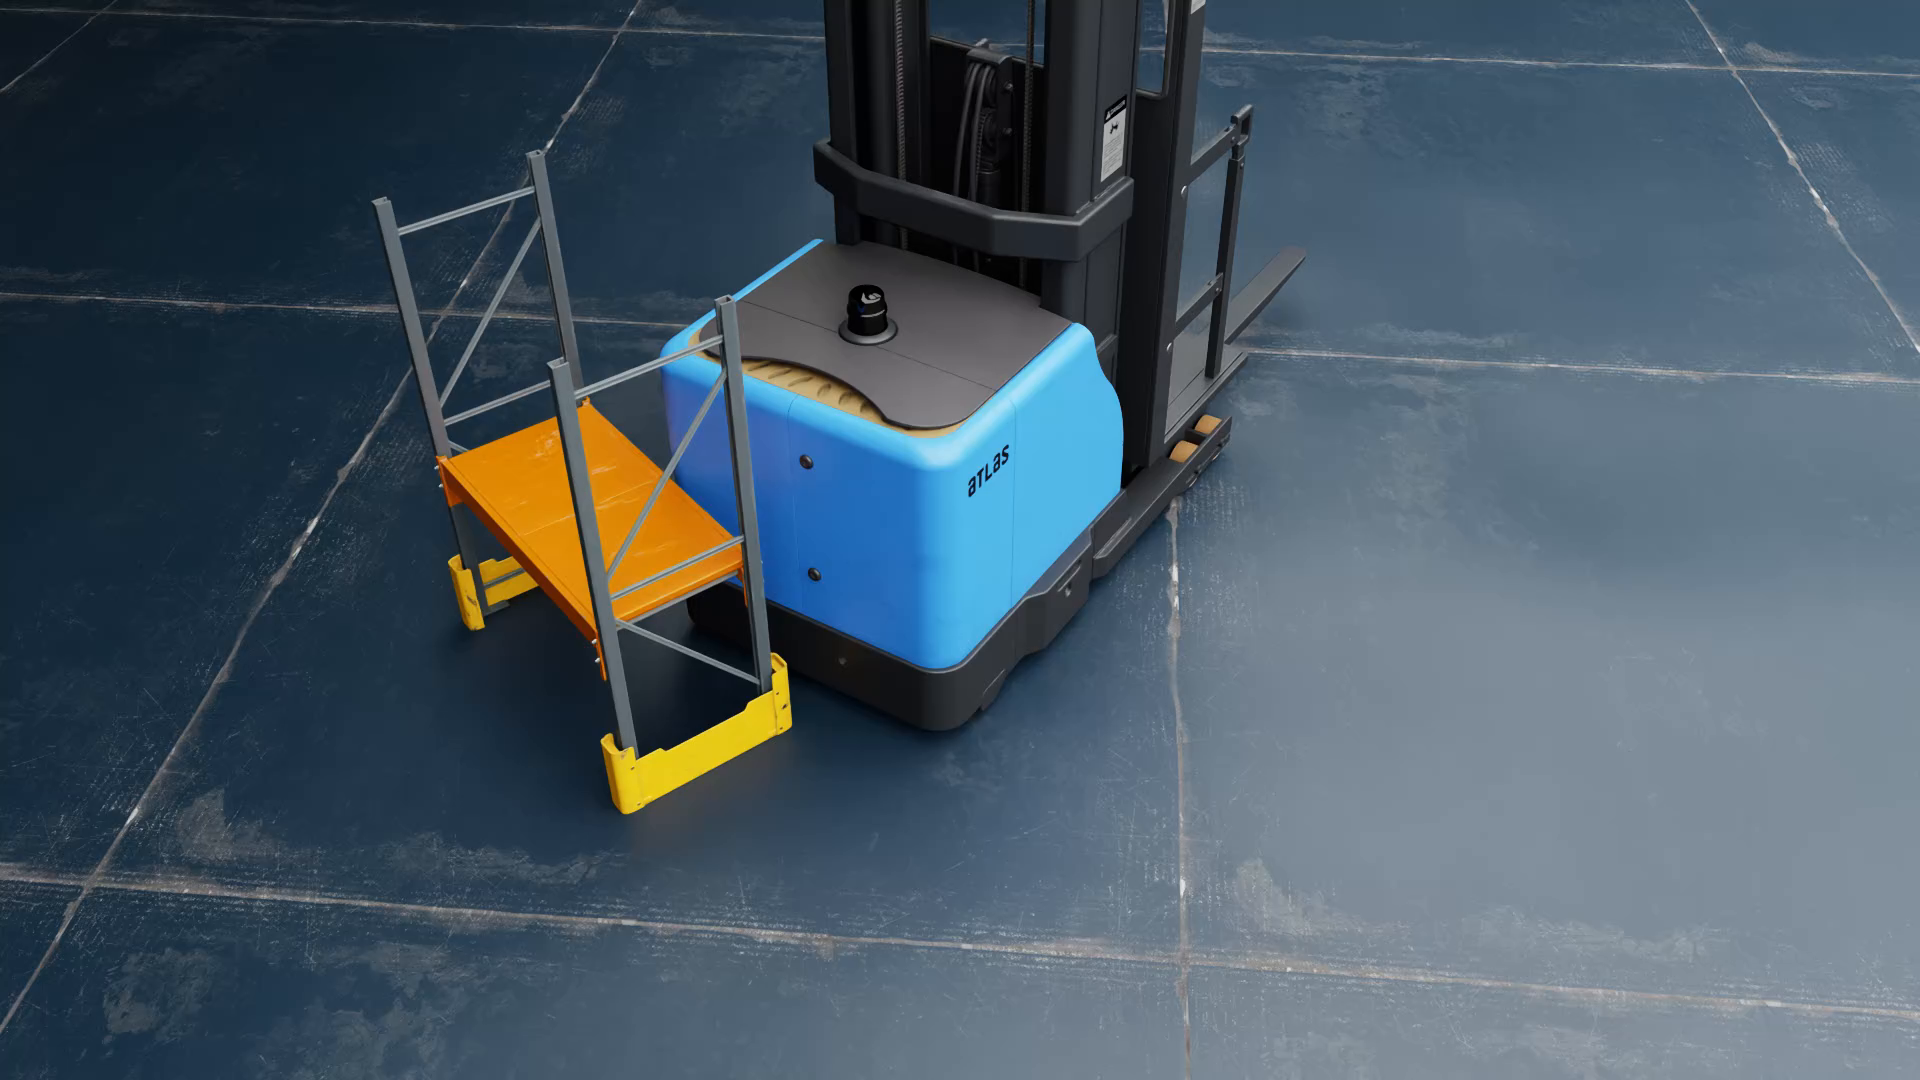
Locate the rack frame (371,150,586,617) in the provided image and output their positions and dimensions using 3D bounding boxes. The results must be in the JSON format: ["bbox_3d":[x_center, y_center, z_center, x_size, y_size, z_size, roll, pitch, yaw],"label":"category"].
[{"bbox_3d":[-1.387,-0.427,5.085,0.500,1.500,0.032,-26,46,-29],"label":"rack frame"}]

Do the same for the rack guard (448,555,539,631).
[{"bbox_3d":[-1.374,0.067,5.468,0.587,0.250,0.087,-26,46,-29],"label":"rack guard"}]

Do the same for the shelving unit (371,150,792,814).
[{"bbox_3d":[-1.067,-0.170,4.770,0.587,1.500,1.083,-26,46,-29],"label":"shelving unit"}]

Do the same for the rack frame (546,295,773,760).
[{"bbox_3d":[-0.759,0.078,4.465,0.500,1.500,0.032,-26,46,-29],"label":"rack frame"}]

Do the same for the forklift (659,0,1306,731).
[{"bbox_3d":[0.337,-1.471,5.235,1.130,2.935,3.031,22,44,25],"label":"forklift"}]

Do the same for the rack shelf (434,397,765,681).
[{"bbox_3d":[-1.073,-0.035,4.889,0.538,0.185,1.000,-26,46,-29],"label":"rack shelf"}]

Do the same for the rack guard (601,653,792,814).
[{"bbox_3d":[-0.759,0.562,4.861,0.587,0.250,0.087,-26,46,-29],"label":"rack guard"}]
